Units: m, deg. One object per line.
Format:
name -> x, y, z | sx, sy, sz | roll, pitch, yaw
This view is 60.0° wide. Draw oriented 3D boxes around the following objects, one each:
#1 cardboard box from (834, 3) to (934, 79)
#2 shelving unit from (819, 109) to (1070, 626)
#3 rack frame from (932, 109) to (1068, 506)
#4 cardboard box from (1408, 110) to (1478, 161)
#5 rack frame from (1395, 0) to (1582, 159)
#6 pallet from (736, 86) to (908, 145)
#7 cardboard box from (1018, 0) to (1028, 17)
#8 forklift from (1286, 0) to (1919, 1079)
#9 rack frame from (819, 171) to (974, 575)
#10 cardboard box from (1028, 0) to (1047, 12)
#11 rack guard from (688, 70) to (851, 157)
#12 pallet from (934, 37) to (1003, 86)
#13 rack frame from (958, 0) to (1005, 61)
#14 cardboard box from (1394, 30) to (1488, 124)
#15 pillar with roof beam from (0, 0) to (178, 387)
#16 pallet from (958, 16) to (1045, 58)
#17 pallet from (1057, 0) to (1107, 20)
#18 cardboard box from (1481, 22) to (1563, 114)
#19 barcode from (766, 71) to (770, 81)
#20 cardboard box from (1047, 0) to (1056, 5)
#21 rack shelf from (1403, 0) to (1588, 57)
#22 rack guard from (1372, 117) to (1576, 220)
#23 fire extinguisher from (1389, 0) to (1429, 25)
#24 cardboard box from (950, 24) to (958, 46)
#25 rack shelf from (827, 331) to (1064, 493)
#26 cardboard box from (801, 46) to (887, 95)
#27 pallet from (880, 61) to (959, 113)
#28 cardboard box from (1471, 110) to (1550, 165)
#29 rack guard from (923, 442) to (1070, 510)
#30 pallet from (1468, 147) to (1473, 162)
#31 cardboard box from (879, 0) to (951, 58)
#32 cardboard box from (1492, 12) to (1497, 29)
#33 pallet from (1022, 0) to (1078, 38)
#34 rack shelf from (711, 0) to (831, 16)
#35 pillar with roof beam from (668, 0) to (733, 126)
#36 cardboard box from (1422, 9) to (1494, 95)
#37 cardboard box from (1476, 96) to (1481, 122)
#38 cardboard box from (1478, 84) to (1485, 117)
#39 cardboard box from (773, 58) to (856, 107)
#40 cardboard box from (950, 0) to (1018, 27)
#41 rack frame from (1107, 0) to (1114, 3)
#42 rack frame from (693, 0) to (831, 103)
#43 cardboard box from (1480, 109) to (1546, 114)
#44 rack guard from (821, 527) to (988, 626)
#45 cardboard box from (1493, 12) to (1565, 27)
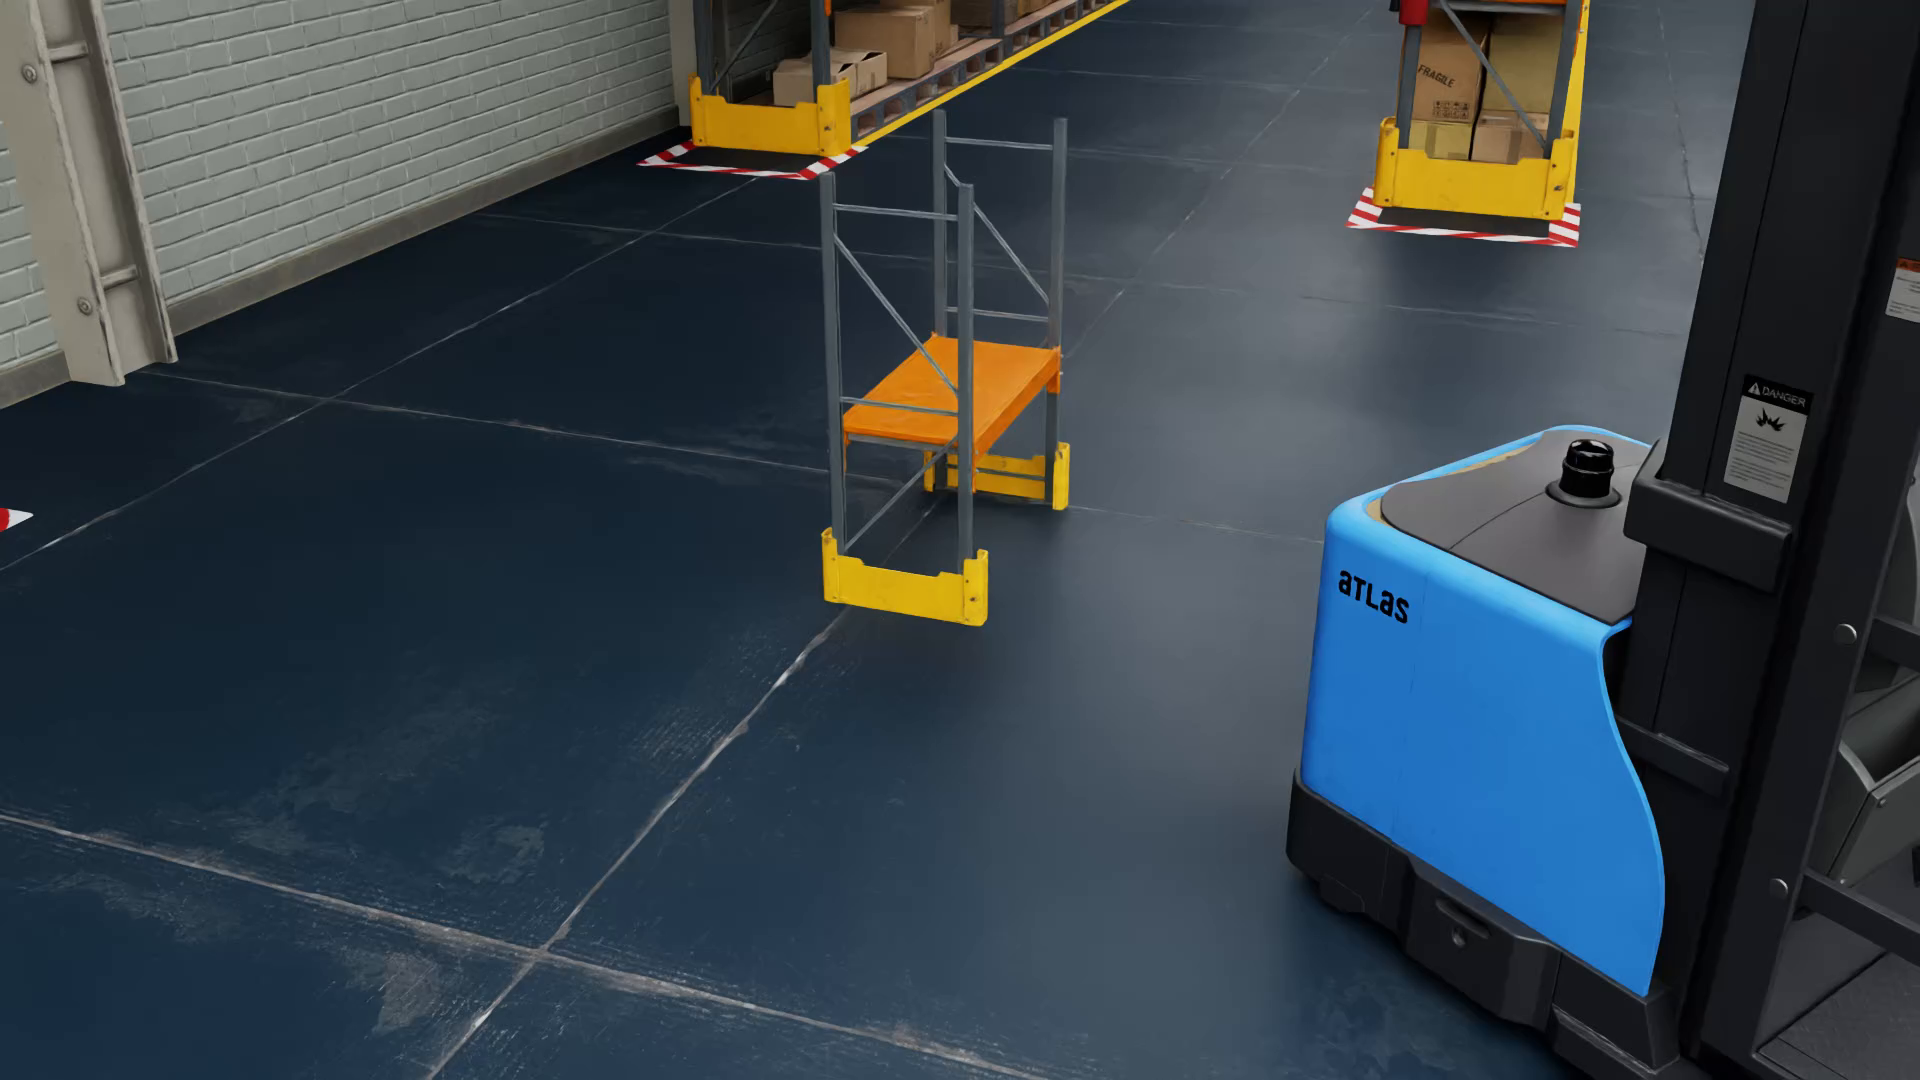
cardboard box -> -0.615, -4.089, 13.618 | 0.700, 0.500, 0.500 | 7, 27, 14
shelving unit -> -0.025, -0.644, 5.858 | 0.587, 1.500, 1.083 | 9, 27, 17
rack frame -> 0.141, -0.849, 6.282 | 0.500, 1.500, 0.032 | 9, 27, 17
cardboard box -> 3.161, -2.715, 11.088 | 0.500, 0.250, 0.500 | 9, 27, 17
rack frame -> 3.261, -3.500, 10.036 | 1.000, 3.000, 0.127 | 9, 27, 17
pallet -> -1.082, -3.322, 12.868 | 1.003, 0.211, 1.213 | 9, 27, 17
cardboard box -> 0.274, -5.458, 16.444 | 0.700, 0.500, 0.500 | 8, 27, 16
forklift -> 2.129, -0.038, 2.965 | 1.130, 2.935, 3.031 | -18, 31, -32
rack frame -> -0.198, -0.431, 5.419 | 0.500, 1.500, 0.032 | 9, 27, 17
cardboard box -> 0.481, -5.662, 16.865 | 0.700, 0.500, 0.500 | 9, 27, 18
rack guard -> -1.386, -3.123, 12.126 | 1.175, 0.500, 0.348 | 9, 27, 17
pallet -> -0.270, -4.324, 14.939 | 1.003, 0.211, 1.213 | 9, 27, 17
rack frame -> -0.080, -5.860, 14.912 | 1.000, 3.000, 0.127 | 9, 27, 17
cardboard box -> 3.159, -3.052, 10.925 | 0.500, 0.500, 0.500 | 9, 27, 17
pillar with roof beam -> 0.069, -4.240, 4.681 | 9.100, 9.000, 0.400 | 9, 27, 17
pallet -> 0.177, -4.926, 16.181 | 1.003, 0.211, 1.213 | 9, 27, 17
pallet -> 0.989, -5.928, 18.252 | 1.003, 0.211, 1.213 | 9, 27, 17
cardboard box -> 3.814, -3.183, 11.194 | 0.500, 0.500, 0.500 | 9, 27, 17
barcode -> -1.467, -3.545, 12.700 | 0.001, 0.075, 0.075 | 9, 27, 17
cardboard box -> 0.641, -5.871, 17.296 | 0.700, 0.500, 0.500 | 9, 27, 17
rack shelf -> 3.927, -3.998, 11.891 | 1.077, 0.370, 4.000 | 9, 27, 17
rack guard -> 3.253, -2.365, 10.561 | 1.175, 0.500, 0.348 | 9, 27, 17
fire extinguisher -> 2.784, -3.484, 10.092 | 0.296, 0.674, 0.183 | 9, 27, 17
cardboard box -> -0.230, -4.559, 14.970 | 0.380, 0.166, 0.250 | 5, 26, 11
rack shelf -> -0.028, -0.478, 5.929 | 0.538, 0.185, 1.000 | 9, 27, 17
cardboard box -> -0.907, -3.710, 13.051 | 0.500, 0.311, 0.500 | 11, 28, 22
pallet -> -0.675, -3.821, 13.900 | 1.003, 0.211, 1.213 | 9, 27, 17
cardboard box -> 3.649, -2.639, 10.933 | 0.500, 0.250, 0.500 | 9, 27, 17
rack guard -> 0.140, -0.286, 6.554 | 0.587, 0.250, 0.087 | 9, 27, 17
pallet -> 3.476, -2.565, 11.306 | 1.003, 0.211, 1.213 | 9, 27, 17
cardboard box -> -0.388, -4.501, 14.468 | 0.500, 0.500, 0.500 | 7, 27, 14
cardboard box -> 3.646, -3.671, 12.202 | 0.500, 0.500, 0.500 | 9, 27, 17
pallet -> 0.582, -5.429, 17.220 | 1.003, 0.211, 1.213 | 9, 27, 17
rack shelf -> -0.746, -4.715, 13.371 | 1.077, 0.370, 4.000 | 9, 27, 17
pillar with roof beam -> 2.065, -6.706, 9.773 | 9.100, 9.000, 0.400 | 9, 27, 17
cardboard box -> 3.478, -3.465, 11.778 | 0.500, 0.500, 0.500 | 9, 27, 17
cardboard box -> 3.316, -2.922, 11.516 | 0.500, 0.250, 0.500 | 9, 27, 17
cardboard box -> 3.481, -3.127, 11.941 | 0.500, 0.250, 0.500 | 9, 27, 17
cardboard box -> -1.096, -3.476, 12.567 | 0.500, 0.311, 0.500 | 6, 26, 12
cardboard box -> 0.149, -5.238, 15.990 | 0.700, 0.500, 0.500 | 10, 27, 19
rack frame -> 1.251, -7.504, 18.307 | 1.000, 3.000, 0.127 | 9, 27, 17
rack frame -> -1.411, -4.217, 11.517 | 1.000, 3.000, 0.127 | 9, 27, 17
cardboard box -> 3.812, -2.845, 11.358 | 0.500, 0.250, 0.500 | 9, 27, 17
rack guard -> -0.191, 0.123, 5.708 | 0.587, 0.250, 0.087 | 9, 27, 17
cardboard box -> 3.968, -3.390, 11.622 | 0.500, 0.500, 0.500 | 9, 27, 17
